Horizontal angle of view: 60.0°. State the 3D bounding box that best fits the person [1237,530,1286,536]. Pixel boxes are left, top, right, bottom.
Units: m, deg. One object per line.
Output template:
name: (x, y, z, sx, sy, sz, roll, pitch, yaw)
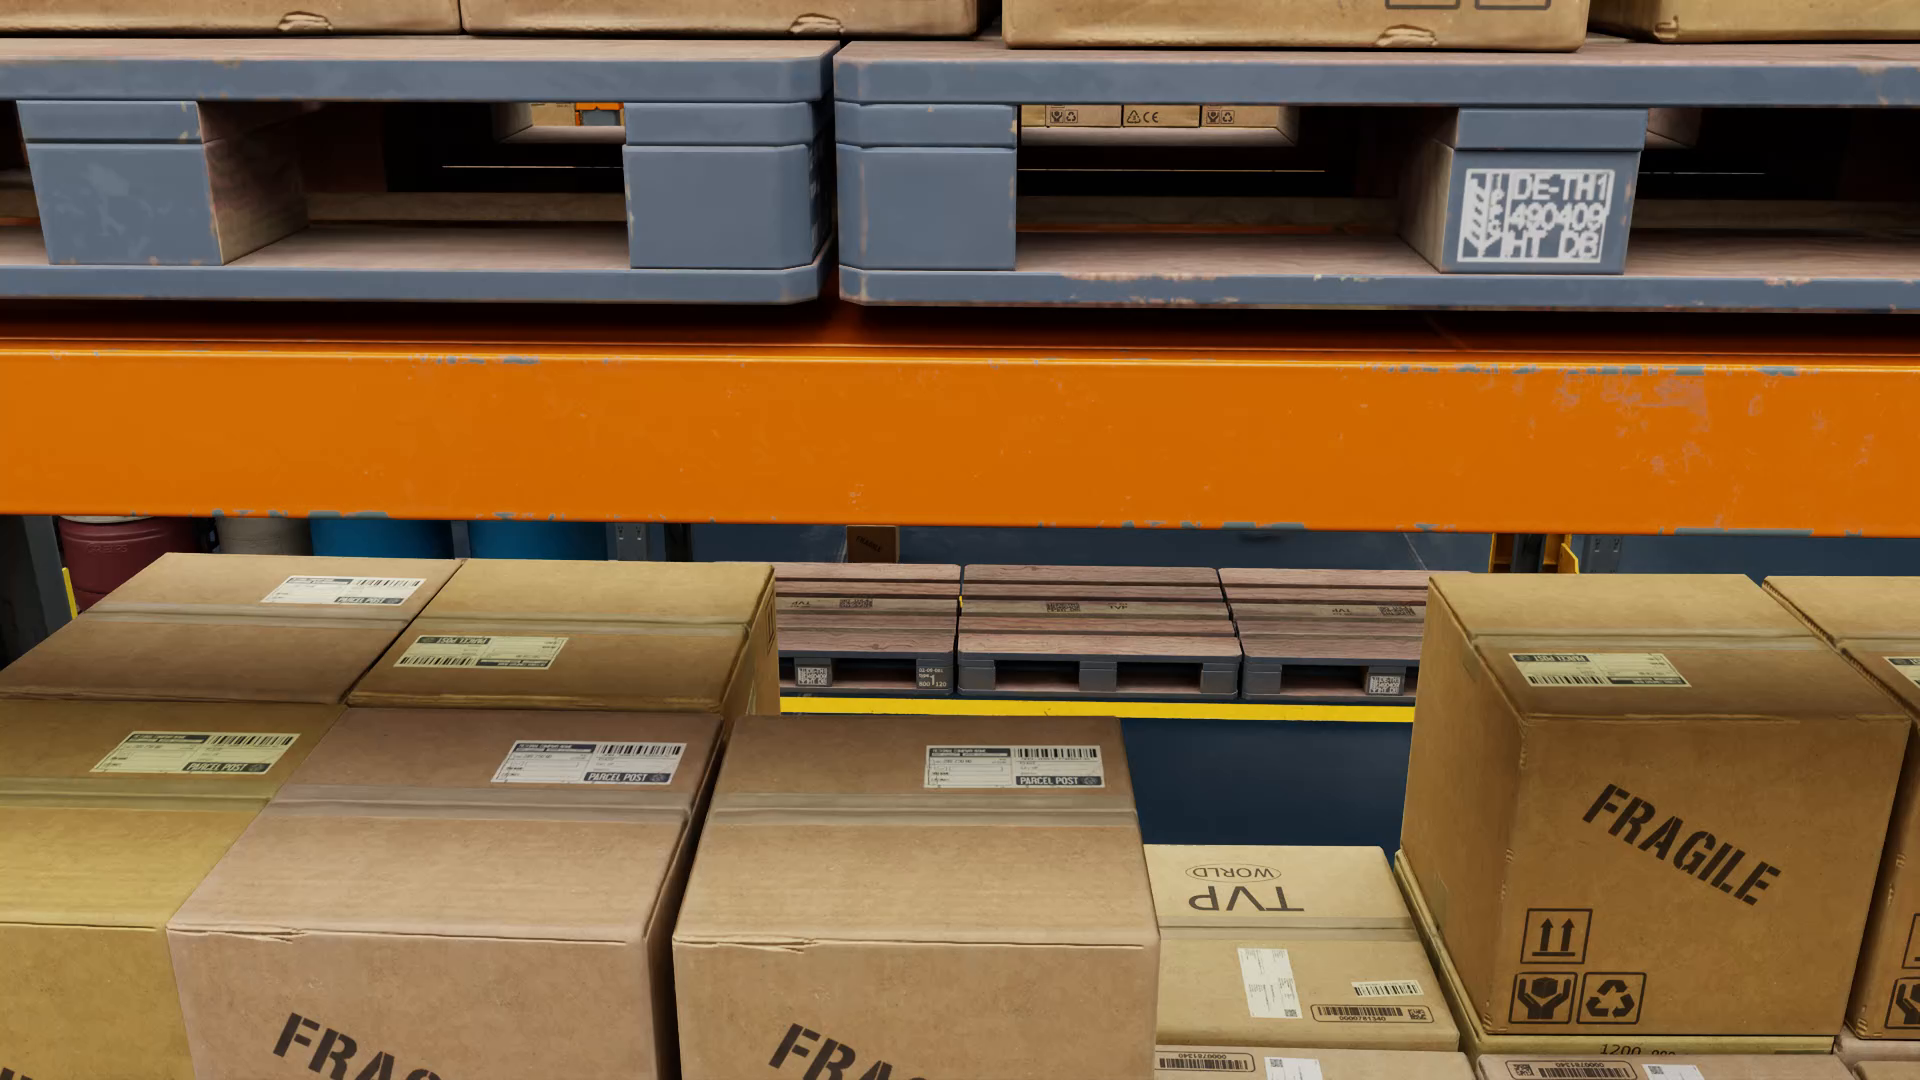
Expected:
person: (1.948, -0.813, 8.665, 0.972, 1.635, 0.463, -7, 22, -17)
